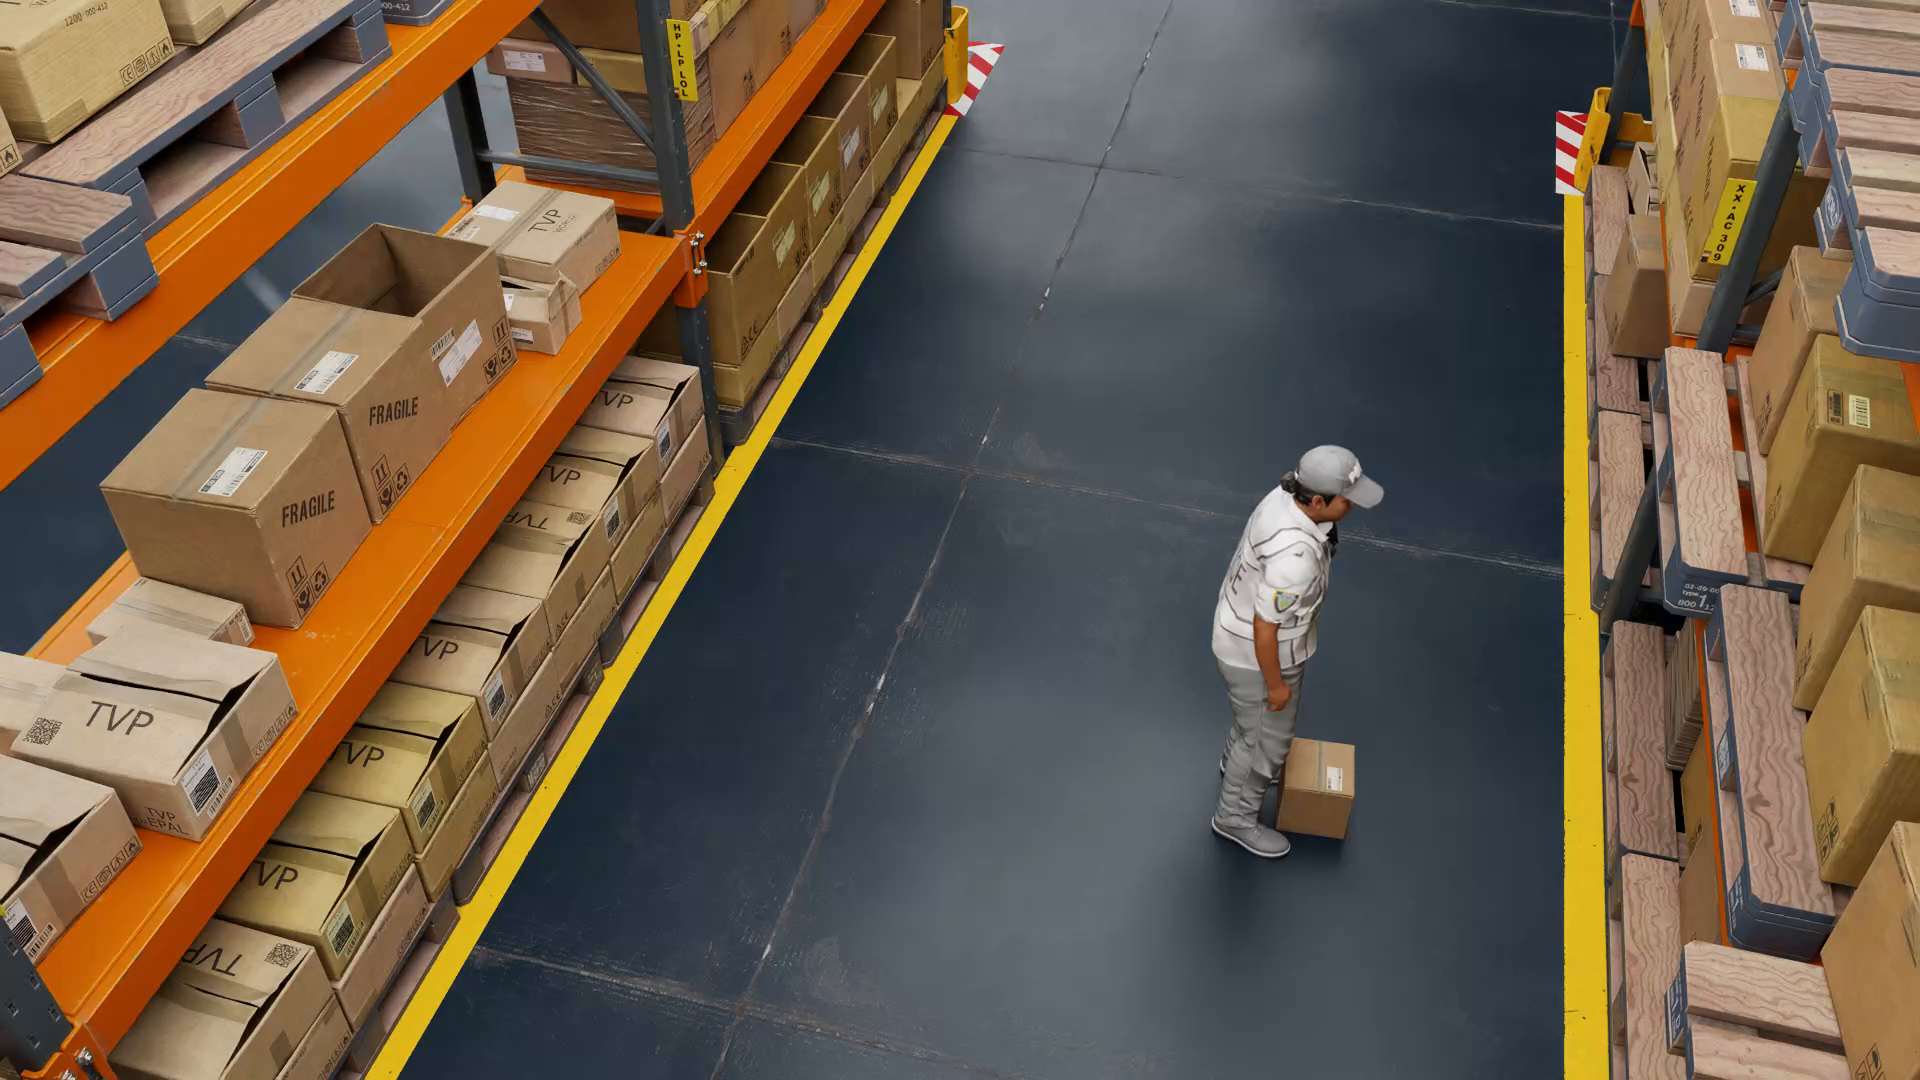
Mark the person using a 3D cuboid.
[{"bbox_3d":[1.108,0.355,5.748,0.469,1.666,0.542,10,42,11],"label":"person"}]
